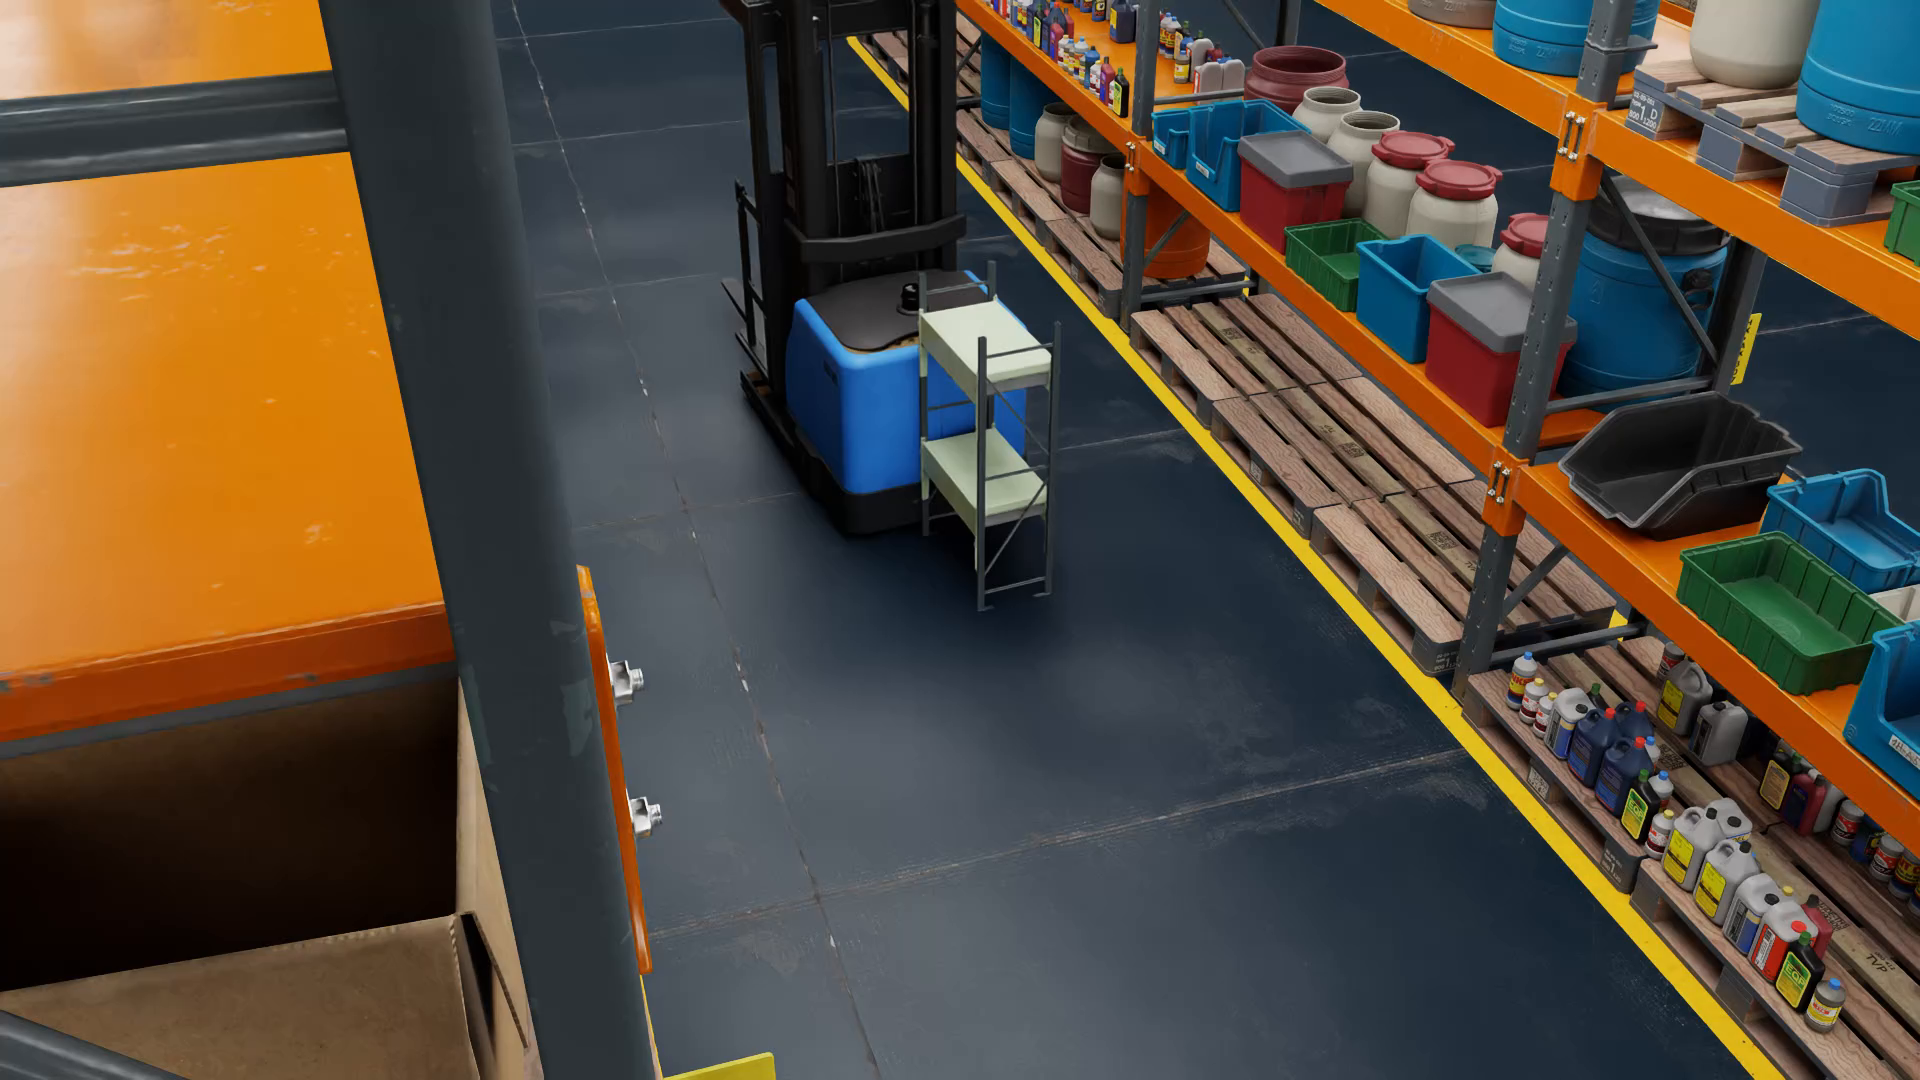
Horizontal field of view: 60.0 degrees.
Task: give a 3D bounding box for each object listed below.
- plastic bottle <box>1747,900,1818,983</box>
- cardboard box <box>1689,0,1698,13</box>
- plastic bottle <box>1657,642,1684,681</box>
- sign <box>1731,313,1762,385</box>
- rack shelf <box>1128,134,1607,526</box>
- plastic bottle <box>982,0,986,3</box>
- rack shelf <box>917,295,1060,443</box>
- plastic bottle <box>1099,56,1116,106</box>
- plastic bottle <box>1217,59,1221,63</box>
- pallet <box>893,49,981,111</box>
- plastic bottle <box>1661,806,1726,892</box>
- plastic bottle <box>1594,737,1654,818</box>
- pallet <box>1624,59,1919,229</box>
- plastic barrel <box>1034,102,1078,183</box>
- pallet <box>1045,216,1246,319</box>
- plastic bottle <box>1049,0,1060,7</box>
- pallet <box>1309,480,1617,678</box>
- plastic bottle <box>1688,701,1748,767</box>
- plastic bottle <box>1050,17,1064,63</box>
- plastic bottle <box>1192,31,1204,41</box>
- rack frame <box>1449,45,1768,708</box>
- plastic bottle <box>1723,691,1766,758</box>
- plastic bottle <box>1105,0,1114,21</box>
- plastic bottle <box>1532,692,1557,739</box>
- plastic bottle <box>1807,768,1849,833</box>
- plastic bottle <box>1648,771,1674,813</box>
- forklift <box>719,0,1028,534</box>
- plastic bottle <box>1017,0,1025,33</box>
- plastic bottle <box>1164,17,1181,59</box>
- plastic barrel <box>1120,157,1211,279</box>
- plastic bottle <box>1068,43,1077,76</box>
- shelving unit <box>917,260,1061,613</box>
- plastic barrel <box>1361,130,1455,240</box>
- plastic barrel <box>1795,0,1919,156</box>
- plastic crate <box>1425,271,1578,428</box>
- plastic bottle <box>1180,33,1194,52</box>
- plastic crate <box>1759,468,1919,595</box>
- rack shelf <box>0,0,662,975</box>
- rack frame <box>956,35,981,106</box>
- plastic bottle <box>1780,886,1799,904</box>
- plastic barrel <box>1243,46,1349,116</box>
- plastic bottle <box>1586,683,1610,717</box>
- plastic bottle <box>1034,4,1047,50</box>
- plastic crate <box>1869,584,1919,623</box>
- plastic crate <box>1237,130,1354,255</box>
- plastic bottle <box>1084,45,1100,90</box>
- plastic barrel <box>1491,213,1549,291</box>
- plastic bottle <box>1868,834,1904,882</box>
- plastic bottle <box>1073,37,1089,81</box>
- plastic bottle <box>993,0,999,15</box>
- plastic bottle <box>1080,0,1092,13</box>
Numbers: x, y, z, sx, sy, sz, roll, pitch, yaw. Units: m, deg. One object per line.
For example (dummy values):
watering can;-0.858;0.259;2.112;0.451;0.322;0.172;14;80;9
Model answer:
plastic bottle;2.947;1.430;5.937;0.152;0.276;0.135;-10;35;-14
cardboard box;5.719;-4.051;12.068;0.500;0.500;0.500;-10;35;-15
plastic bottle;3.163;0.526;7.372;0.097;0.201;0.097;0;33;0
sign;3.283;-0.798;6.986;0.100;0.325;0.005;-10;35;-15
rack shelf;2.146;-1.346;8.718;1.077;0.370;4.000;-10;35;-15
plastic bottle;0.215;-4.178;12.468;0.097;0.271;0.097;0;33;0
rack shelf;0.127;-0.827;7.934;0.431;0.370;0.720;-13;36;-19
plastic bottle;0.935;-2.909;10.537;0.061;0.283;0.133;-10;35;-15
plastic bottle;1.672;-3.011;10.766;0.097;0.201;0.097;0;33;0
pallet;0.054;-4.012;14.630;1.003;0.211;1.213;-10;35;-15
plastic bottle;2.794;1.142;6.305;0.144;0.351;0.185;-10;35;-15
plastic bottle;2.664;0.919;6.643;0.144;0.351;0.185;-11;35;-17
pallet;3.069;-1.406;5.607;1.213;0.211;1.003;-10;35;-15
plastic barrel;0.768;-2.961;12.387;0.421;0.512;0.421;0;33;0
pallet;1.255;-1.939;11.493;1.003;0.211;1.213;-10;35;-15
plastic bottle;0.653;-3.684;11.721;0.097;0.271;0.097;0;33;0
pallet;2.479;0.162;8.313;1.003;0.211;1.213;-10;35;-15
plastic bottle;3.152;0.786;6.912;0.152;0.276;0.135;-10;35;-15
plastic bottle;0.657;-3.388;11.262;0.061;0.283;0.133;-10;35;-15
plastic bottle;1.573;-3.250;11.053;0.061;0.283;0.133;-10;35;-15
rack frame;2.756;-0.596;6.931;1.000;3.000;0.127;-10;35;-15
plastic bottle;3.285;0.716;6.949;0.144;0.351;0.185;-12;35;-17
plastic bottle;1.120;-3.943;12.108;0.152;0.276;0.135;-10;35;-15
plastic bottle;2.497;0.736;7.054;0.097;0.201;0.097;0;33;0
plastic bottle;3.429;1.003;6.583;0.152;0.276;0.135;-9;35;-14
plastic bottle;2.745;1.023;6.557;0.097;0.271;0.097;0;33;0
forklift;-0.673;-2.057;9.204;1.130;2.935;3.031;-13;36;-19
plastic bottle;0.456;-3.762;11.839;0.097;0.271;0.097;0;33;0
plastic bottle;1.450;-3.423;11.326;0.097;0.271;0.097;0;33;0
plastic barrel;1.370;-2.220;10.976;0.600;0.830;0.708;-10;35;-15
plastic bottle;0.769;-3.194;11.043;0.097;0.201;0.097;0;33;0
shelving unit;0.127;-0.502;8.149;0.431;1.500;0.755;-13;36;-19
plastic barrel;2.317;-1.804;8.636;0.433;0.535;0.433;0;33;0
plastic barrel;2.957;-1.691;5.032;0.600;0.901;0.708;-10;35;-15
plastic crate;2.317;-0.825;7.220;0.402;0.464;0.583;-10;35;-15
plastic bottle;1.503;-3.222;11.022;0.097;0.271;0.097;0;33;0
plastic crate;3.352;0.002;6.161;0.499;0.251;0.616;-10;35;-15
rack shelf;-1.353;-0.751;2.739;1.077;0.370;4.000;-10;35;-15
rack frame;0.315;-4.796;13.287;1.000;3.000;0.127;-10;35;-15
plastic bottle;3.018;1.357;6.114;0.097;0.201;0.097;0;33;0
plastic barrel;1.966;-2.560;9.780;0.600;0.536;0.708;-10;35;-15
plastic bottle;2.661;0.742;6.971;0.061;0.283;0.133;-10;35;-15
plastic bottle;0.560;-3.555;11.515;0.061;0.283;0.133;-10;35;-15
plastic crate;3.492;0.324;5.778;0.530;0.136;0.437;-10;35;-15
plastic crate;1.737;-1.823;8.729;0.402;0.464;0.583;-10;35;-15
plastic bottle;0.858;-3.070;10.792;0.097;0.271;0.097;0;33;0
plastic barrel;2.673;-1.192;7.709;0.433;0.535;0.433;0;33;0
plastic bottle;3.554;1.200;6.353;0.097;0.201;0.097;0;33;0
plastic bottle;0.799;-3.172;10.946;0.097;0.271;0.097;0;33;0
plastic bottle;0.292;-4.017;12.214;0.061;0.283;0.133;-10;35;-15
plastic bottle;0.937;-4.032;12.247;0.097;0.271;0.097;0;33;0
